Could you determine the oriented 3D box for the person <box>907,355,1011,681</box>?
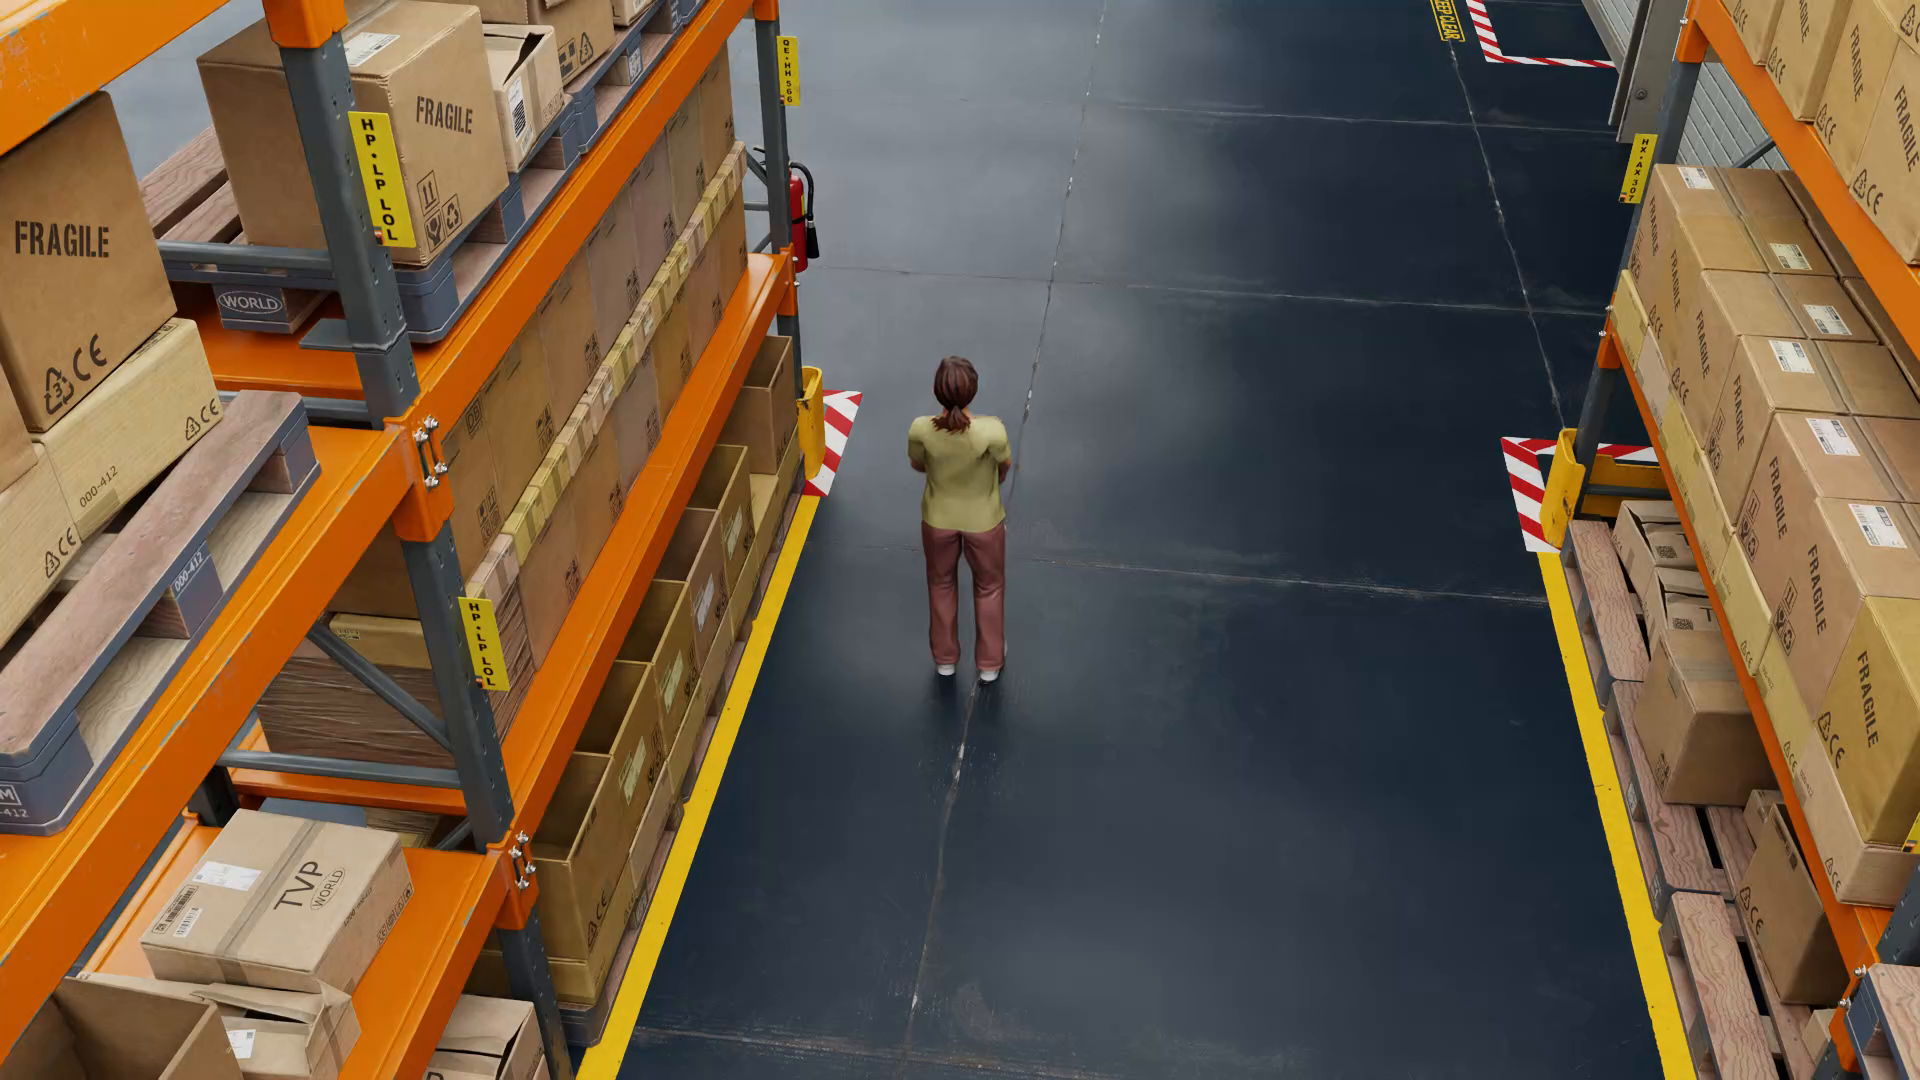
[{"bbox_3d":[0.004,-0.119,7.202,0.436,1.673,0.543,4,36,6],"label":"person"}]
